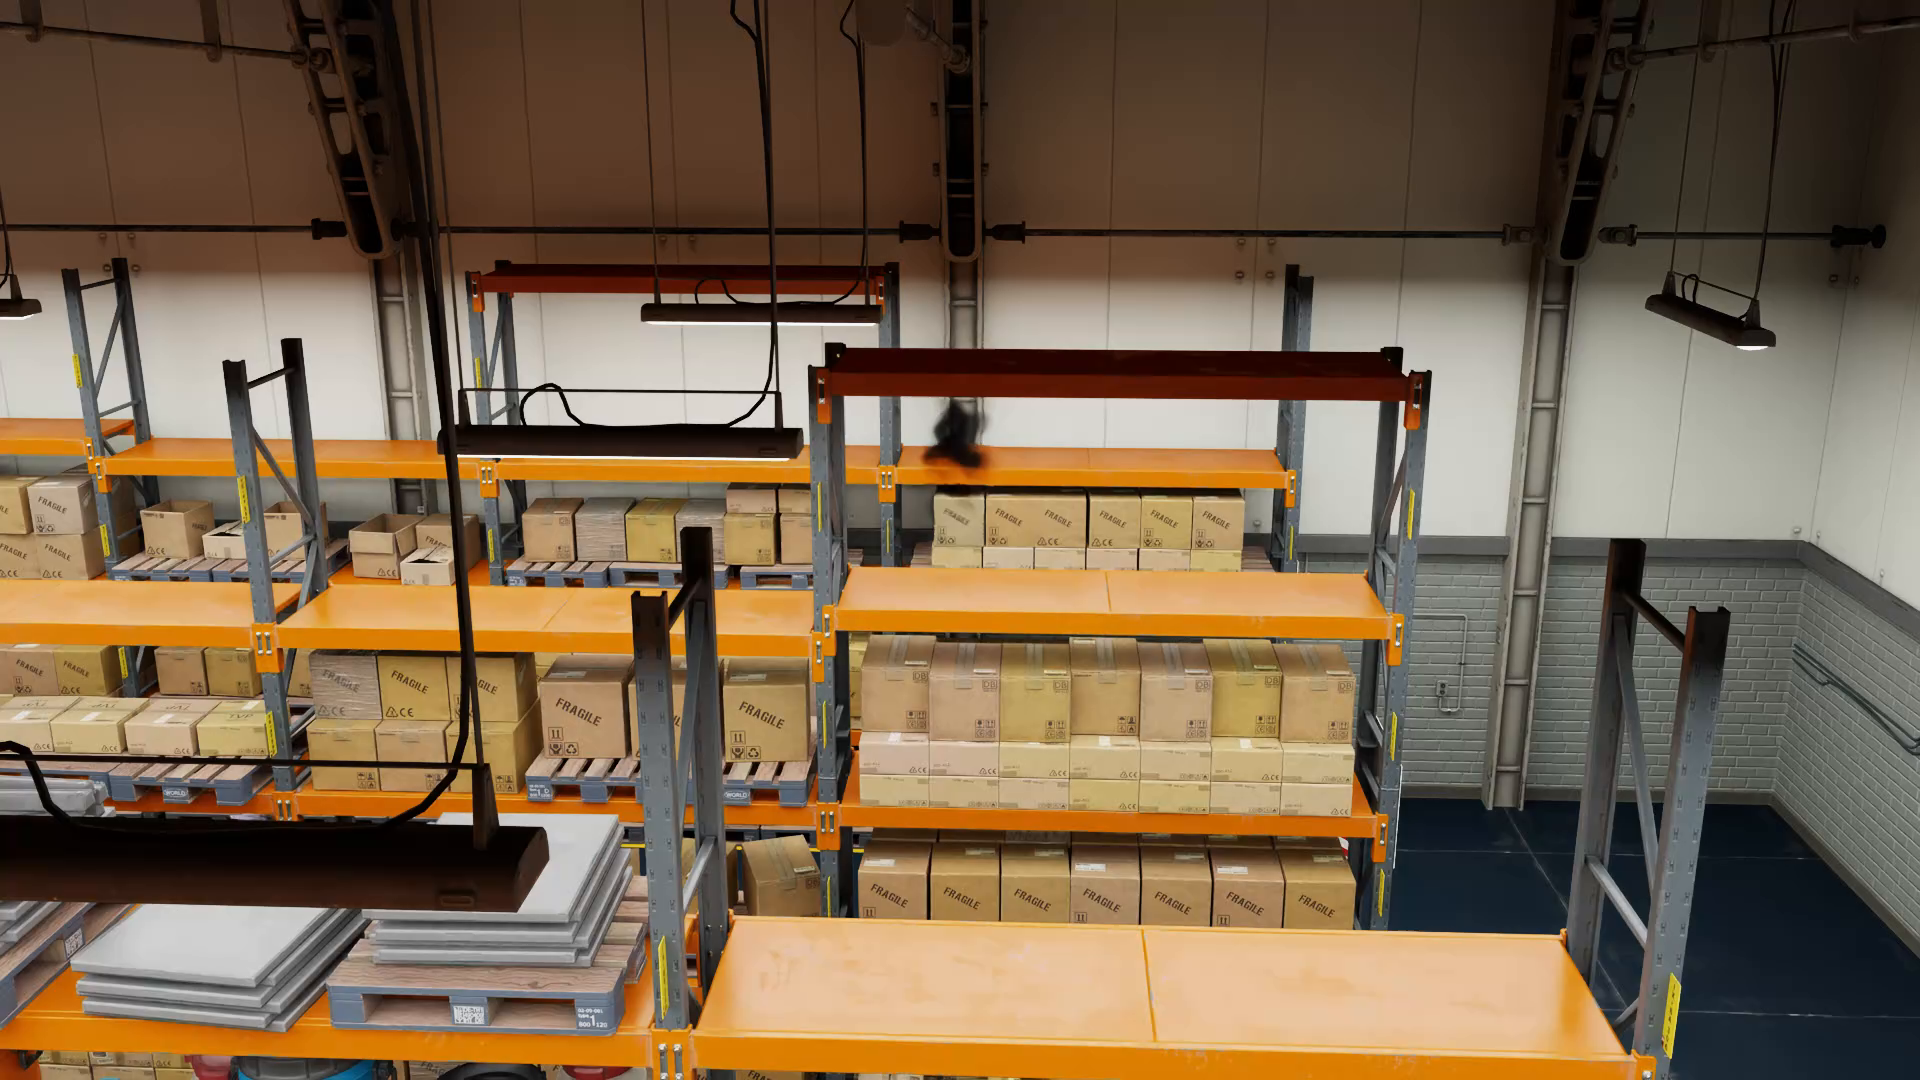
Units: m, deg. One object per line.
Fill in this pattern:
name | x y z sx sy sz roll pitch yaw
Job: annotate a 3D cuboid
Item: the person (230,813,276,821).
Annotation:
person | -6.657 2.965 15.598 0.623 1.600 0.645 -1 16 -4
